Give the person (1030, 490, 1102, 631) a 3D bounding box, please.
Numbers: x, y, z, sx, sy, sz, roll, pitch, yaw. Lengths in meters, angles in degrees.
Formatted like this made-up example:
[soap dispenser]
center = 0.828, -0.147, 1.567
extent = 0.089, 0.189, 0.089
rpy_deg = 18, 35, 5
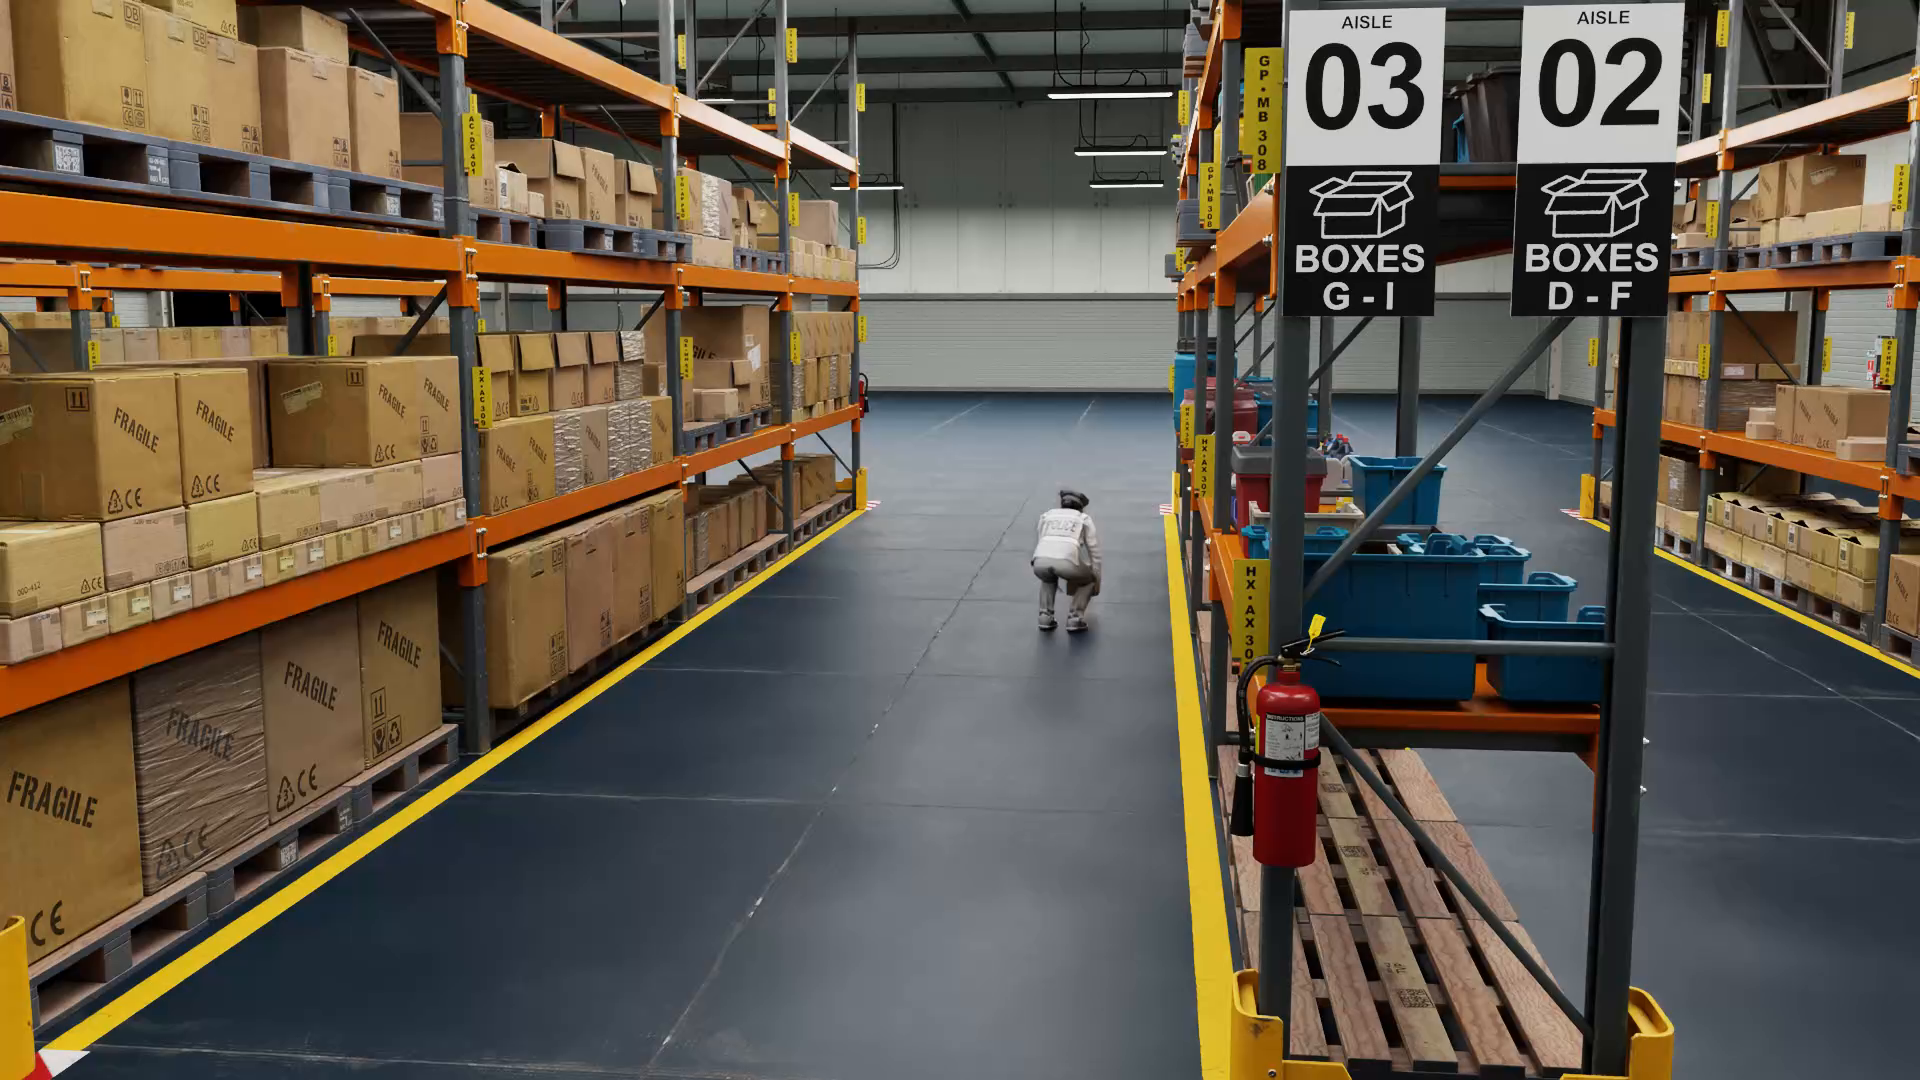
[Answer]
[person]
center = 0.805, 0.154, 12.958
extent = 0.501, 1.054, 0.818
rpy_deg = 3, 8, 23
